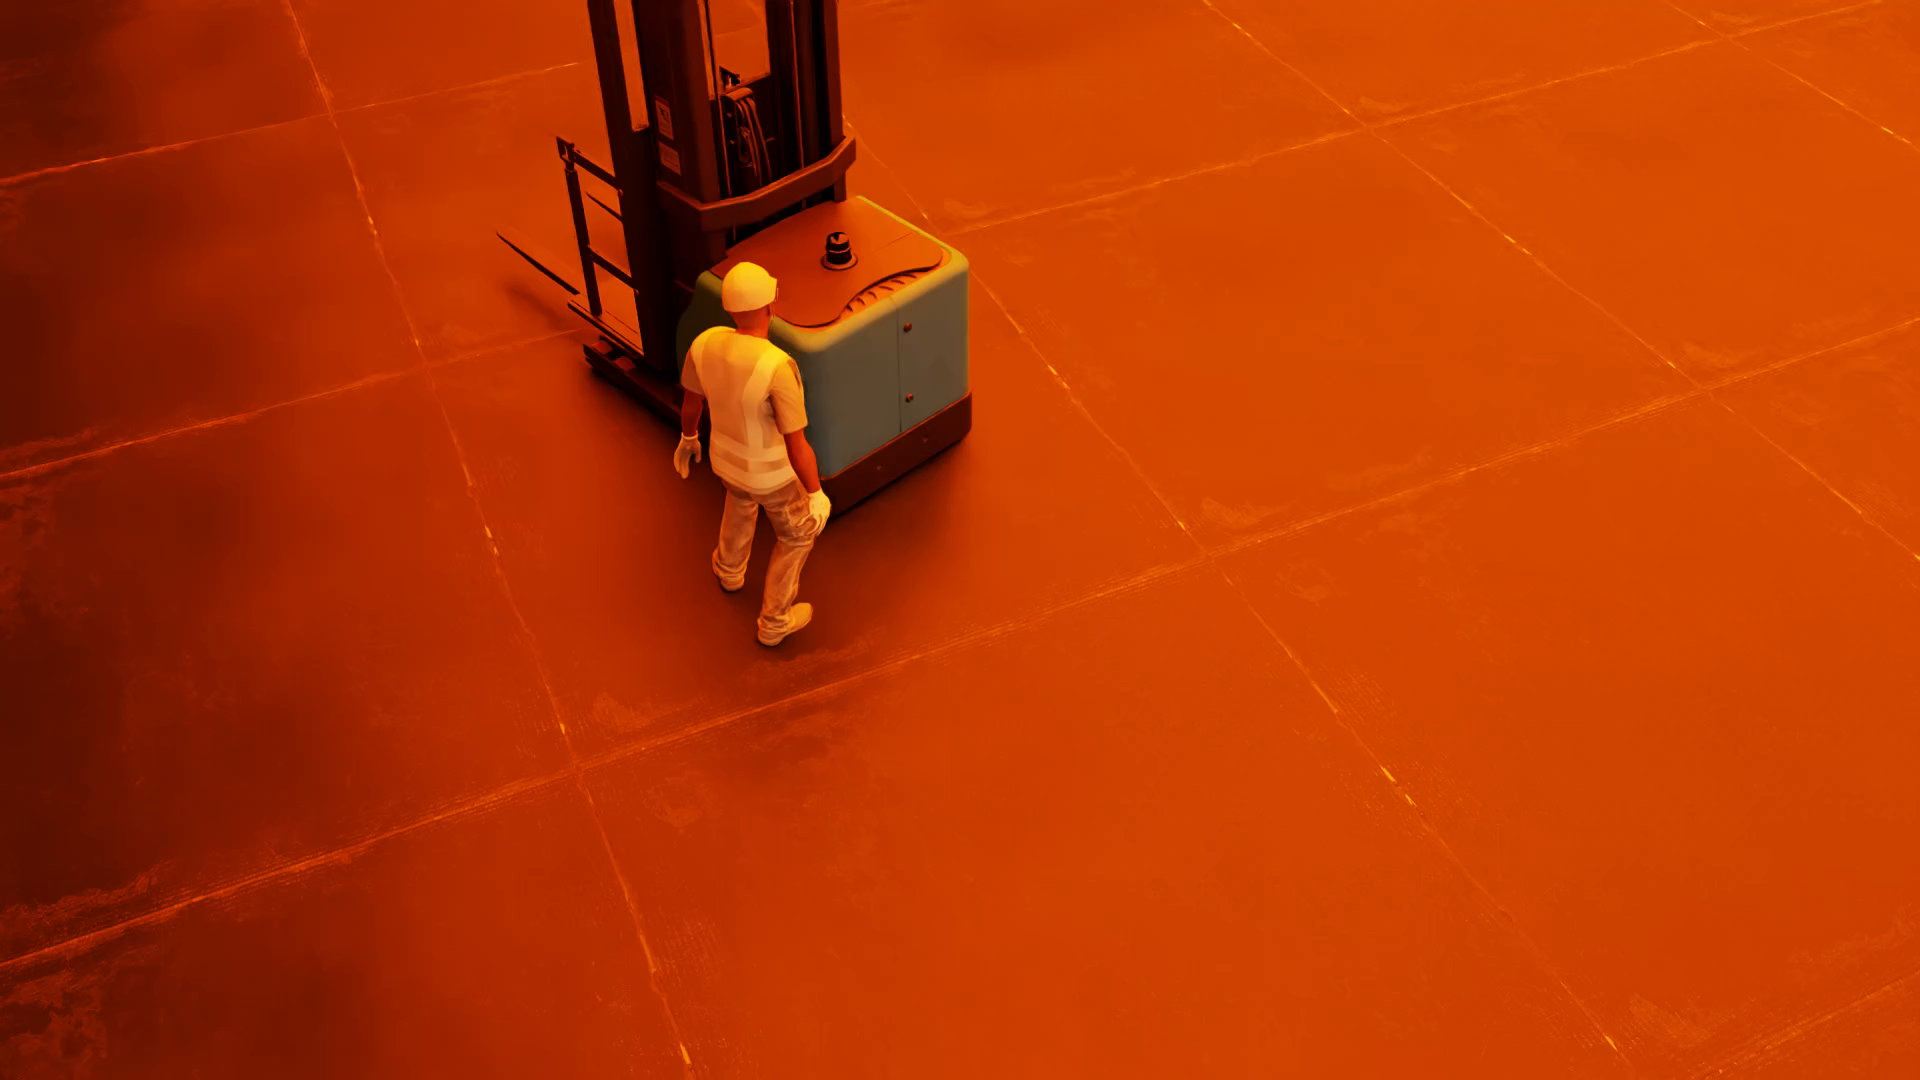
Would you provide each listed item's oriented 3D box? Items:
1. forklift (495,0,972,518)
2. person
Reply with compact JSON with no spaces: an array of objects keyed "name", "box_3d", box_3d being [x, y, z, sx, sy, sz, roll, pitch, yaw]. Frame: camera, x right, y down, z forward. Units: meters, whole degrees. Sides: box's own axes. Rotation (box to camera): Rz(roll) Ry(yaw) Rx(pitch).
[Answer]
[{"name":"forklift","box_3d":[-1.329,-2.081,7.910,1.130,2.935,3.031,-34,52,-31]},{"name":"person","box_3d":[-0.830,-0.346,6.941,0.897,1.746,0.458,30,51,28]}]
